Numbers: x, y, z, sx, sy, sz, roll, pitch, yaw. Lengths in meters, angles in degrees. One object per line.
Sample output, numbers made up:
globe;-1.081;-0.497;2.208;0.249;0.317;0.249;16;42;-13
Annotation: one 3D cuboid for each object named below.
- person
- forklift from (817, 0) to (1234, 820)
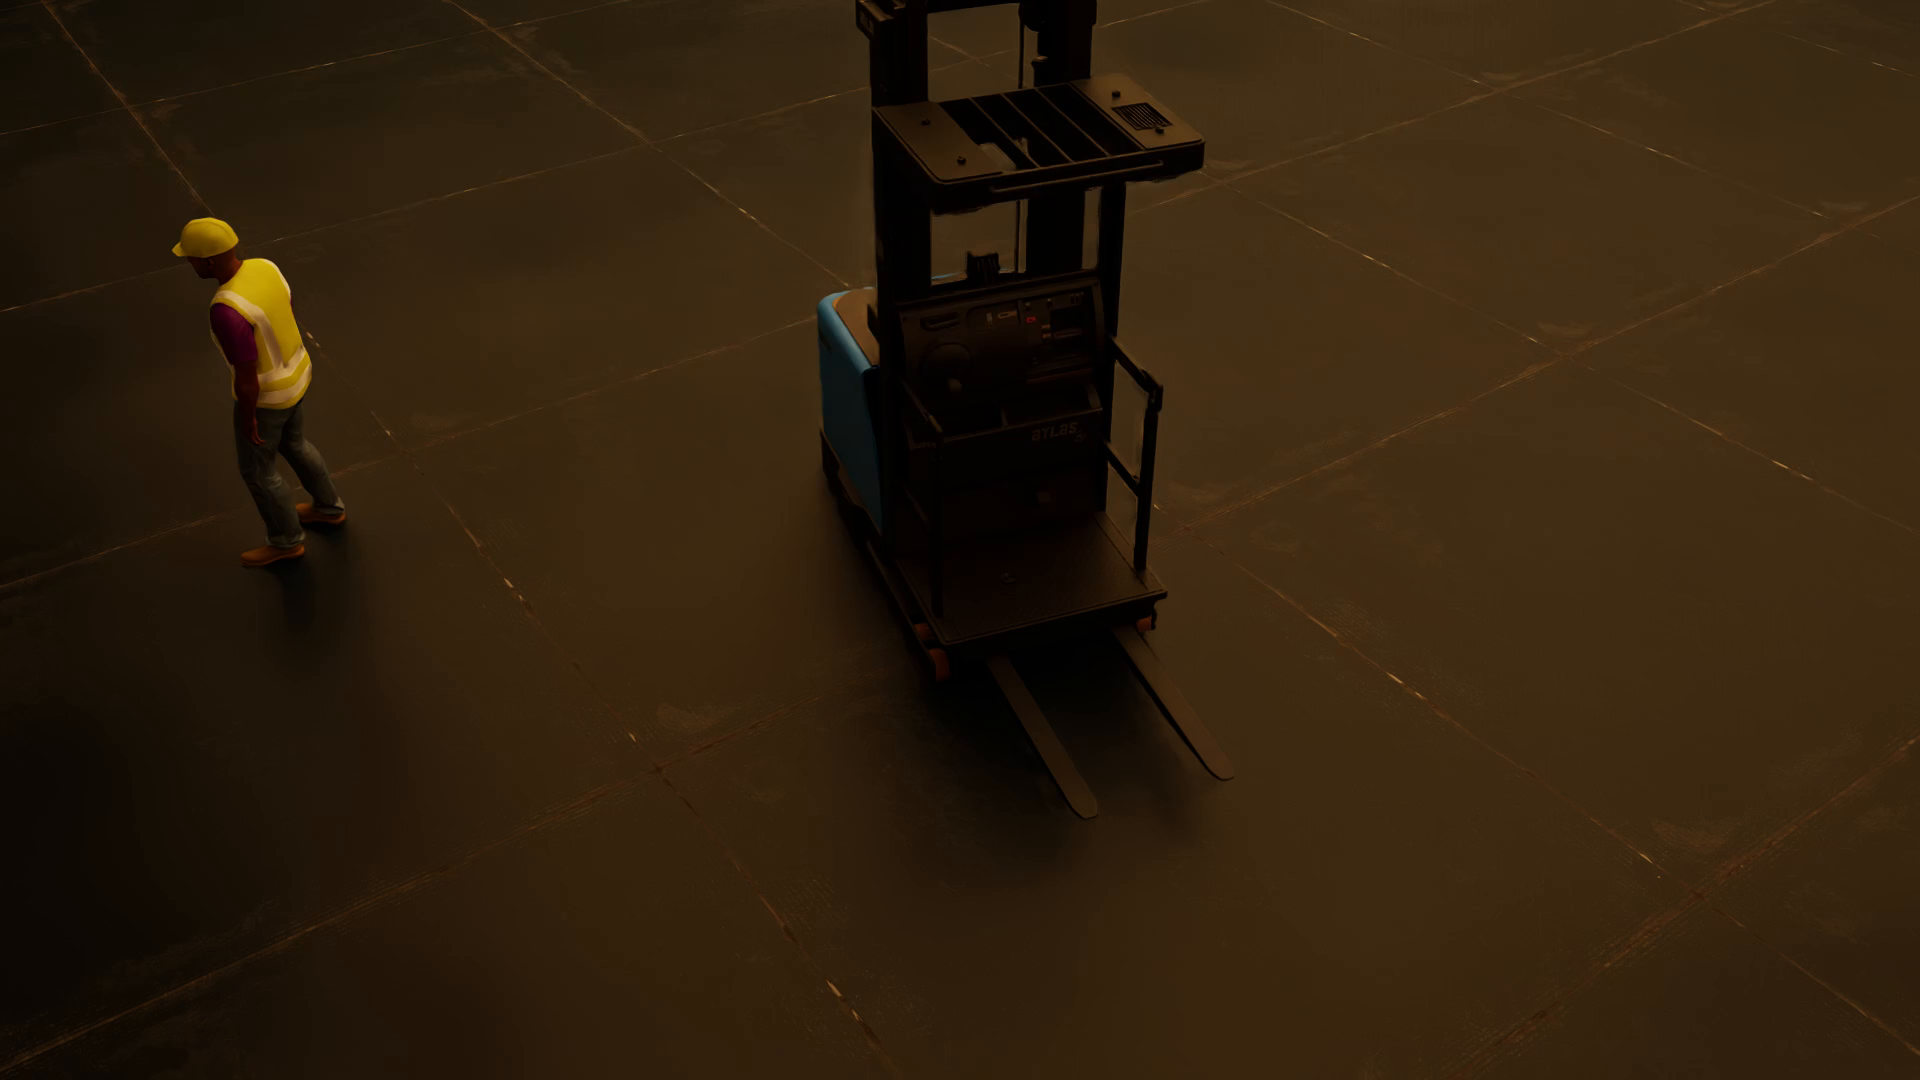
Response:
person;-3.337;-0.726;7.928;0.462;1.769;0.643;1;36;2
forklift;0.267;-0.811;7.041;1.130;2.935;3.031;-13;38;-16
